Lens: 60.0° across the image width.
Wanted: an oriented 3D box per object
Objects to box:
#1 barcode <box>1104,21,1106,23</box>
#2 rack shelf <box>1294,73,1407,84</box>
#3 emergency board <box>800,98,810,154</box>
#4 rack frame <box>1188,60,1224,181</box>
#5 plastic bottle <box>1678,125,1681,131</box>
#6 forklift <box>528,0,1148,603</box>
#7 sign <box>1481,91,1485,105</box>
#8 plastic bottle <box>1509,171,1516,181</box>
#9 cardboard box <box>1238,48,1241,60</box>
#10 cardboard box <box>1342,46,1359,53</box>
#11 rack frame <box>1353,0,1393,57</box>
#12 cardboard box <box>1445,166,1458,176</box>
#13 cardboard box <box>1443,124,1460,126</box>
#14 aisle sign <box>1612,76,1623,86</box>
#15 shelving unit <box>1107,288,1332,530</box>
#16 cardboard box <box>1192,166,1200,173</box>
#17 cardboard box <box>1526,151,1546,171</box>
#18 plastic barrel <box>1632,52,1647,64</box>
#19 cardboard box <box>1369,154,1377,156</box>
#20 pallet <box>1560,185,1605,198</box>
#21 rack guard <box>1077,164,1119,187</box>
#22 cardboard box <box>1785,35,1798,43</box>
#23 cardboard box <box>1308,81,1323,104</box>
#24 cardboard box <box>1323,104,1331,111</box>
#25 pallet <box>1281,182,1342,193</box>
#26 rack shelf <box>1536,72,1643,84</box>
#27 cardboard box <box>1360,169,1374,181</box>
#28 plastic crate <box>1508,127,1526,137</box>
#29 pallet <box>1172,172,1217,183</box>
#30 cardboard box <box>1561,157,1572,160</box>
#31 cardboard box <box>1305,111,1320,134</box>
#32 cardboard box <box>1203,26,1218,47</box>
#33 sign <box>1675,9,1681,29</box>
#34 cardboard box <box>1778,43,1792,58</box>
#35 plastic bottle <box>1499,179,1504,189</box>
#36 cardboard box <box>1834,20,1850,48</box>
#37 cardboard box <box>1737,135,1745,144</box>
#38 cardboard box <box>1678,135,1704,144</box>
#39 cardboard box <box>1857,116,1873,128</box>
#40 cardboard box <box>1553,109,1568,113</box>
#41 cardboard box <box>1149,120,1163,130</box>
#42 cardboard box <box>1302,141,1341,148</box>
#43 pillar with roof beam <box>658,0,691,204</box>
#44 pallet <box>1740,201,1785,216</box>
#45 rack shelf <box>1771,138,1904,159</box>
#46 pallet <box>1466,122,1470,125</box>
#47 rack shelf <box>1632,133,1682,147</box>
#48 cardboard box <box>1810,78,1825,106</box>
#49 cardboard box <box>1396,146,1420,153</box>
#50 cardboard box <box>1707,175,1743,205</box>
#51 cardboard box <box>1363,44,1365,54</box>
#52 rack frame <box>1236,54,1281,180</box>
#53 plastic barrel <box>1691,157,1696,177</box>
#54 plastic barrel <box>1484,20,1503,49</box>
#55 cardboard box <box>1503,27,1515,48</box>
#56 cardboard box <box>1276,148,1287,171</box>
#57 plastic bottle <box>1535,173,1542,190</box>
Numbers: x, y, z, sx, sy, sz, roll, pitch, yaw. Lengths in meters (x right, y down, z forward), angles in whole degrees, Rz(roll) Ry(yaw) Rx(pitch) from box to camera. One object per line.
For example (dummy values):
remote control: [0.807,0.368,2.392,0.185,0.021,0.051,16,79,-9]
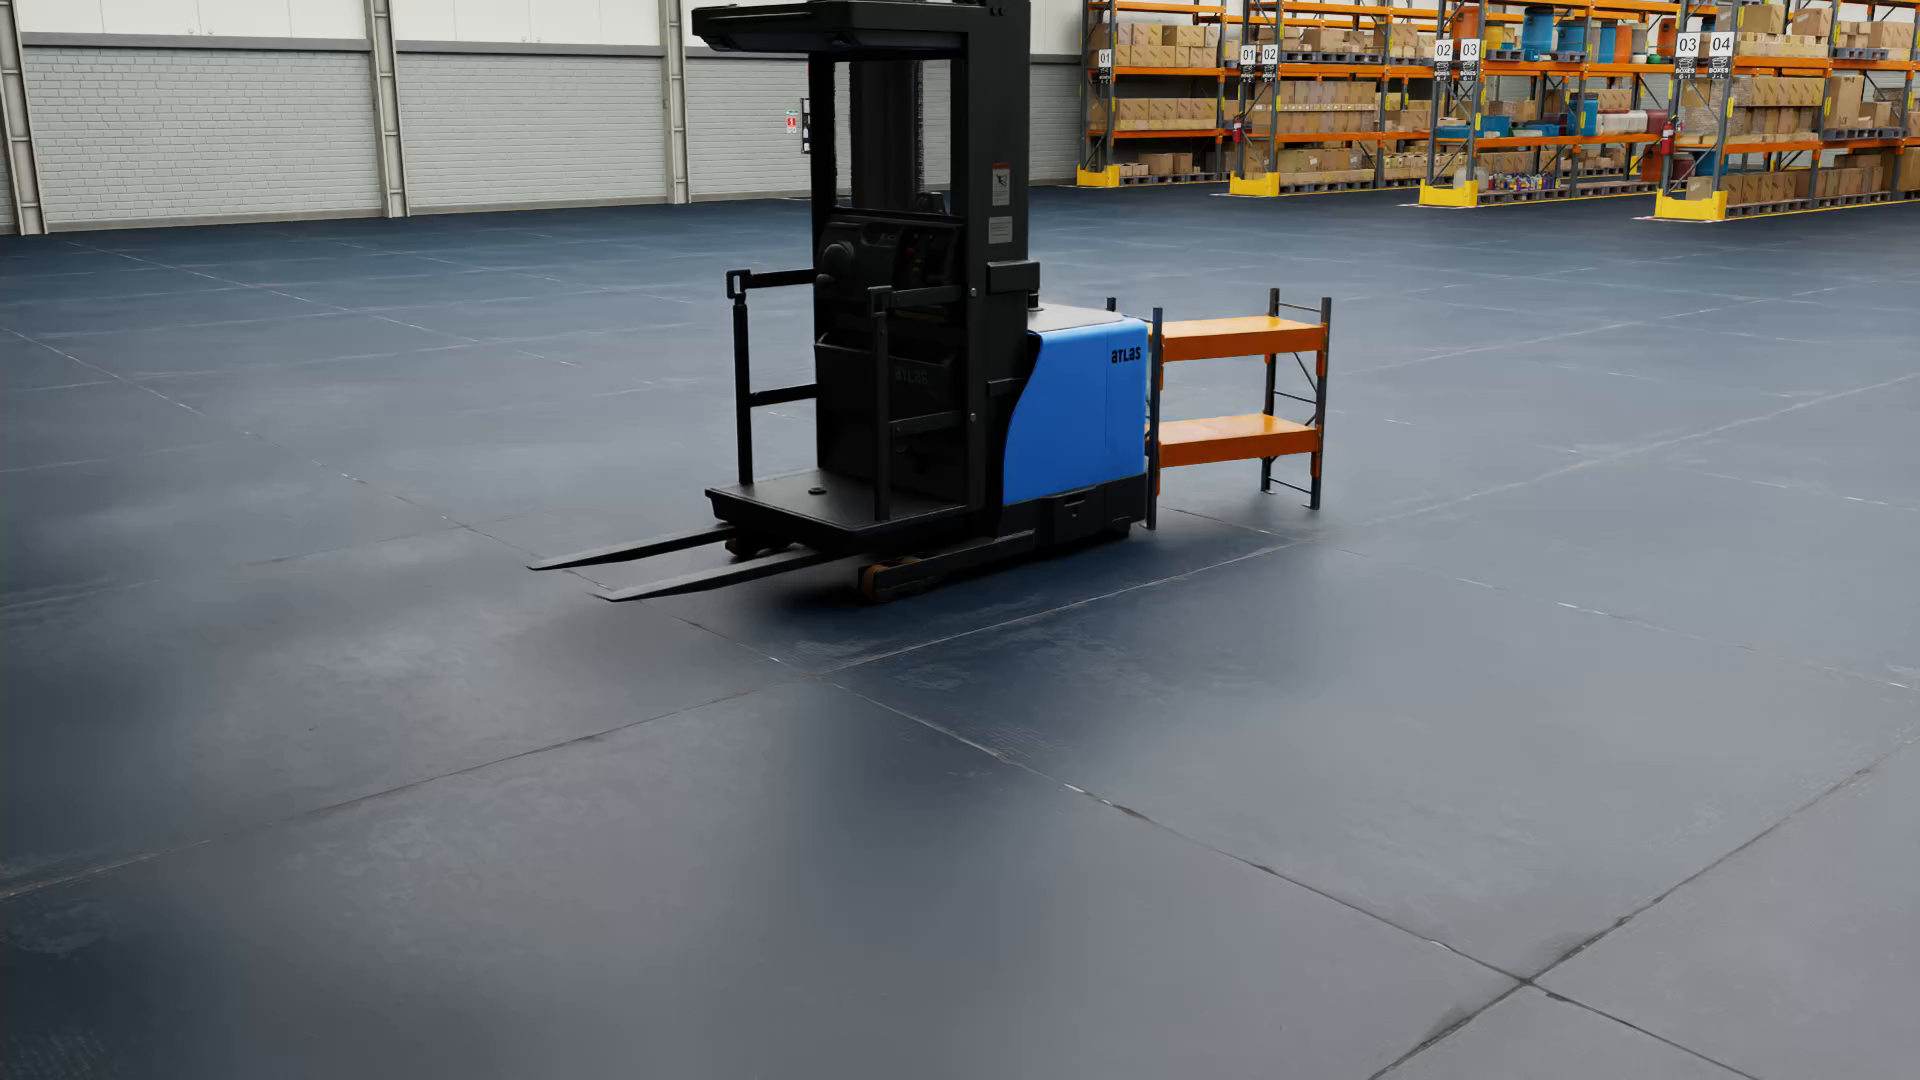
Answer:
barcode: [3.524,-12.612,40.546,0.075,0.075,0.001,-13,19,-39]
rack shelf: [10.861,-12.919,46.386,4.000,0.370,1.077,-13,19,-39]
emergency board: [-3.138,-8.983,36.068,0.643,1.169,0.194,-13,19,-39]
rack frame: [6.334,-10.801,42.875,0.127,3.000,1.000,-13,19,-39]
plastic bottle: [16.573,-9.495,38.371,0.097,0.201,0.097,0,15,0]
forklift: [-0.482,-1.293,7.411,3.031,2.935,1.130,-14,20,-41]
sign: [12.973,-10.967,41.252,0.005,0.325,0.100,-13,19,-39]
plastic bottle: [11.814,-7.717,35.610,0.185,0.351,0.144,-14,20,-42]
cardboard box: [7.264,-12.592,43.124,0.500,0.311,0.500,-12,19,-38]
cardboard box: [8.858,-11.178,37.876,0.250,0.149,0.380,-13,19,-39]
rack frame: [9.589,-12.736,38.493,0.127,3.000,1.000,-13,19,-39]
cardboard box: [11.983,-9.165,41.263,0.500,0.250,0.500,-13,20,-40]
cardboard box: [12.109,-10.188,41.064,0.250,0.149,0.380,-13,19,-39]
aisle sign: [18.500,-13.195,46.799,0.004,0.787,0.394,-13,19,-39]
shelving unit: [1.338,-0.710,8.727,1.048,1.125,0.538,-7,16,-24]
cardboard box: [5.951,-9.549,42.823,0.380,0.166,0.250,13,20,40]
cardboard box: [15.061,-9.976,43.777,0.500,0.500,0.500,-13,19,-39]
plastic barrel: [15.049,-10.672,36.845,0.301,0.262,0.301,0,15,0]
cardboard box: [10.095,-9.197,40.295,0.500,0.311,0.500,-12,19,-38]
pallet: [13.405,-7.666,36.541,1.213,0.211,1.003,-13,19,-39]
rack guard: [3.374,-8.929,40.709,0.348,0.500,1.175,-13,19,-39]
cardboard box: [15.043,-9.142,30.369,0.250,0.149,0.380,-12,19,-37]
cardboard box: [7.745,-10.096,37.528,0.500,0.500,0.700,-13,19,-39]
cardboard box: [8.169,-9.806,37.700,0.250,0.149,0.380,-12,19,-39]
pallet: [8.041,-8.156,38.375,1.213,0.211,1.003,-13,19,-39]
rack shelf: [17.133,-12.633,45.315,4.000,0.370,1.077,-13,19,-39]
cardboard box: [9.383,-8.591,39.114,0.500,0.250,0.500,-13,19,-39]
plastic crate: [11.628,-8.595,35.027,0.662,0.188,0.450,-13,19,-39]
pallet: [5.851,-9.333,42.783,1.213,0.211,1.003,-13,19,-39]
cardboard box: [16.433,-10.385,45.674,0.500,0.311,0.500,-13,19,-39]
cardboard box: [7.703,-9.458,37.651,0.500,0.500,0.700,-12,19,-39]
cardboard box: [6.134,-12.654,41.828,0.500,0.500,0.500,14,20,42]
sign: [12.722,-9.219,29.424,0.005,0.325,0.100,-13,19,-39]
cardboard box: [14.755,-8.900,30.234,0.500,0.250,0.500,-12,19,-38]
plastic bottle: [11.465,-7.526,35.182,0.097,0.201,0.097,0,15,0]
cardboard box: [16.509,-9.671,31.816,0.637,0.503,0.797,-14,20,-42]
cardboard box: [13.843,-7.189,29.839,0.250,0.149,0.380,-13,19,-39]
cardboard box: [13.151,-7.198,29.871,0.250,0.149,0.380,-13,19,-39]
cardboard box: [18.026,-8.389,33.290,0.258,0.266,0.396,-13,20,-41]
cardboard box: [16.187,-11.274,44.452,0.500,0.500,0.500,-12,19,-38]
cardboard box: [4.664,-10.258,41.091,0.500,0.250,0.500,-13,20,-40]
cardboard box: [9.993,-10.742,46.006,0.750,0.750,0.750,-13,20,-40]
pillar with roof beam: [-2.949,-10.438,29.890,0.400,9.000,9.100,-13,19,-39]
pallet: [14.685,-6.233,31.175,1.213,0.211,1.003,-13,19,-39]
rack shelf: [17.598,-7.900,33.406,4.000,0.370,1.077,-13,19,-39]
pallet: [13.072,-10.551,42.309,1.003,0.211,1.213,-13,19,-39]
rack shelf: [17.364,-9.541,39.552,4.000,0.370,1.077,-13,19,-39]
cardboard box: [15.930,-8.454,31.378,0.500,0.500,0.500,-13,19,-39]
cardboard box: [13.001,-11.258,48.616,0.500,0.500,0.700,-12,19,-39]
cardboard box: [13.982,-6.436,30.564,0.500,0.500,0.500,-7,17,-25]
cardboard box: [10.836,-13.560,46.343,0.500,0.500,0.700,-13,20,-39]
rack frame: [6.571,-9.160,36.730,0.127,3.000,1.000,-13,19,-39]
plastic barrel: [17.432,-8.942,39.920,0.421,0.512,0.421,0,15,0]
plastic barrel: [10.597,-10.156,33.468,0.600,0.588,0.600,0,15,0]
cardboard box: [13.709,-12.741,42.194,0.500,0.500,0.500,-13,19,-39]
cardboard box: [7.525,-8.718,38.136,0.500,0.500,0.500,-13,19,-39]
plastic bottle: [12.153,-7.553,34.994,0.185,0.351,0.144,-13,20,-40]
